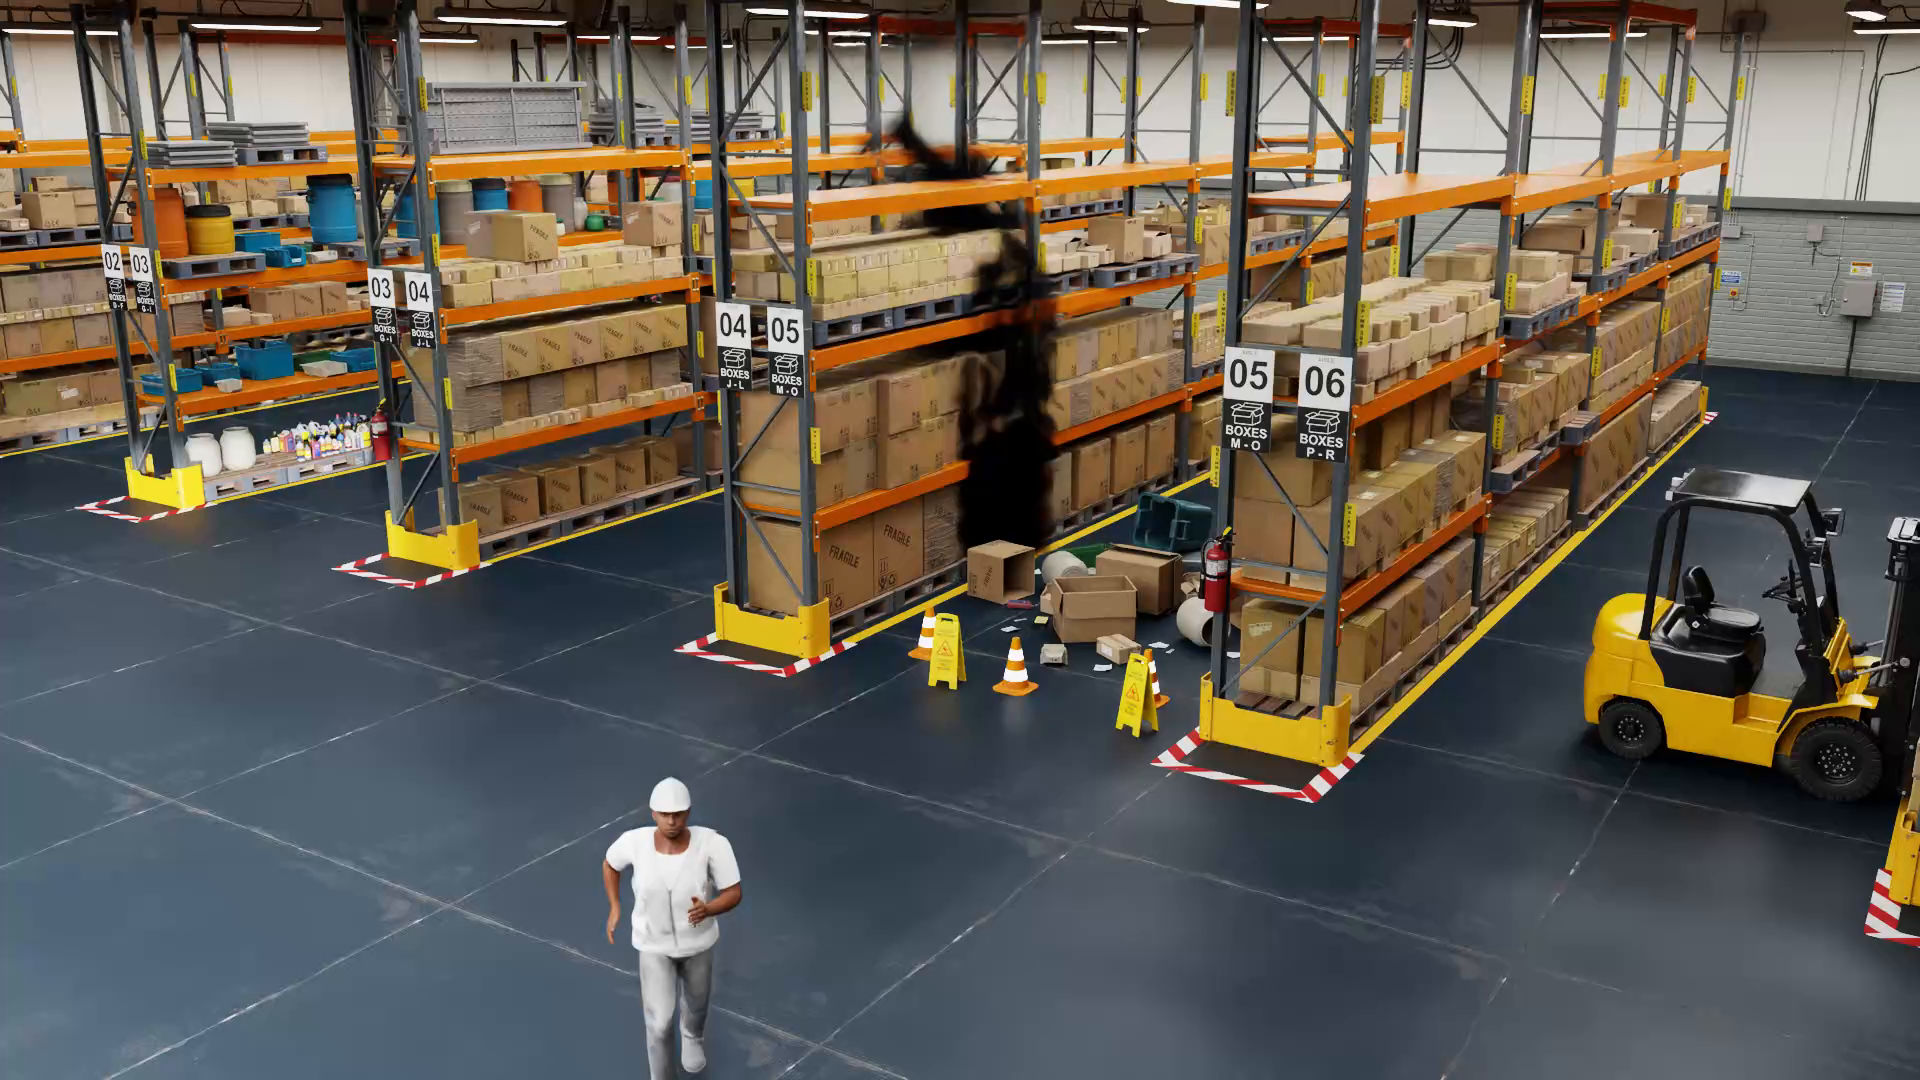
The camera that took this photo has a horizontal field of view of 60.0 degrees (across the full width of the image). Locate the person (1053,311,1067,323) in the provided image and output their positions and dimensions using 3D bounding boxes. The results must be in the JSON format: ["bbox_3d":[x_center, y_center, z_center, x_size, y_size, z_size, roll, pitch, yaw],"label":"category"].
[{"bbox_3d":[1.553,-2.780,26.076,0.557,1.732,0.816,9,18,28],"label":"person"}]

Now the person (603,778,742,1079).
[{"bbox_3d":[-1.446,2.069,8.466,0.677,1.823,0.807,-4,16,-13],"label":"person"}]

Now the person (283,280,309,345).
[{"bbox_3d":[-12.149,-3.946,30.413,0.473,1.597,0.667,5,16,18],"label":"person"}]
